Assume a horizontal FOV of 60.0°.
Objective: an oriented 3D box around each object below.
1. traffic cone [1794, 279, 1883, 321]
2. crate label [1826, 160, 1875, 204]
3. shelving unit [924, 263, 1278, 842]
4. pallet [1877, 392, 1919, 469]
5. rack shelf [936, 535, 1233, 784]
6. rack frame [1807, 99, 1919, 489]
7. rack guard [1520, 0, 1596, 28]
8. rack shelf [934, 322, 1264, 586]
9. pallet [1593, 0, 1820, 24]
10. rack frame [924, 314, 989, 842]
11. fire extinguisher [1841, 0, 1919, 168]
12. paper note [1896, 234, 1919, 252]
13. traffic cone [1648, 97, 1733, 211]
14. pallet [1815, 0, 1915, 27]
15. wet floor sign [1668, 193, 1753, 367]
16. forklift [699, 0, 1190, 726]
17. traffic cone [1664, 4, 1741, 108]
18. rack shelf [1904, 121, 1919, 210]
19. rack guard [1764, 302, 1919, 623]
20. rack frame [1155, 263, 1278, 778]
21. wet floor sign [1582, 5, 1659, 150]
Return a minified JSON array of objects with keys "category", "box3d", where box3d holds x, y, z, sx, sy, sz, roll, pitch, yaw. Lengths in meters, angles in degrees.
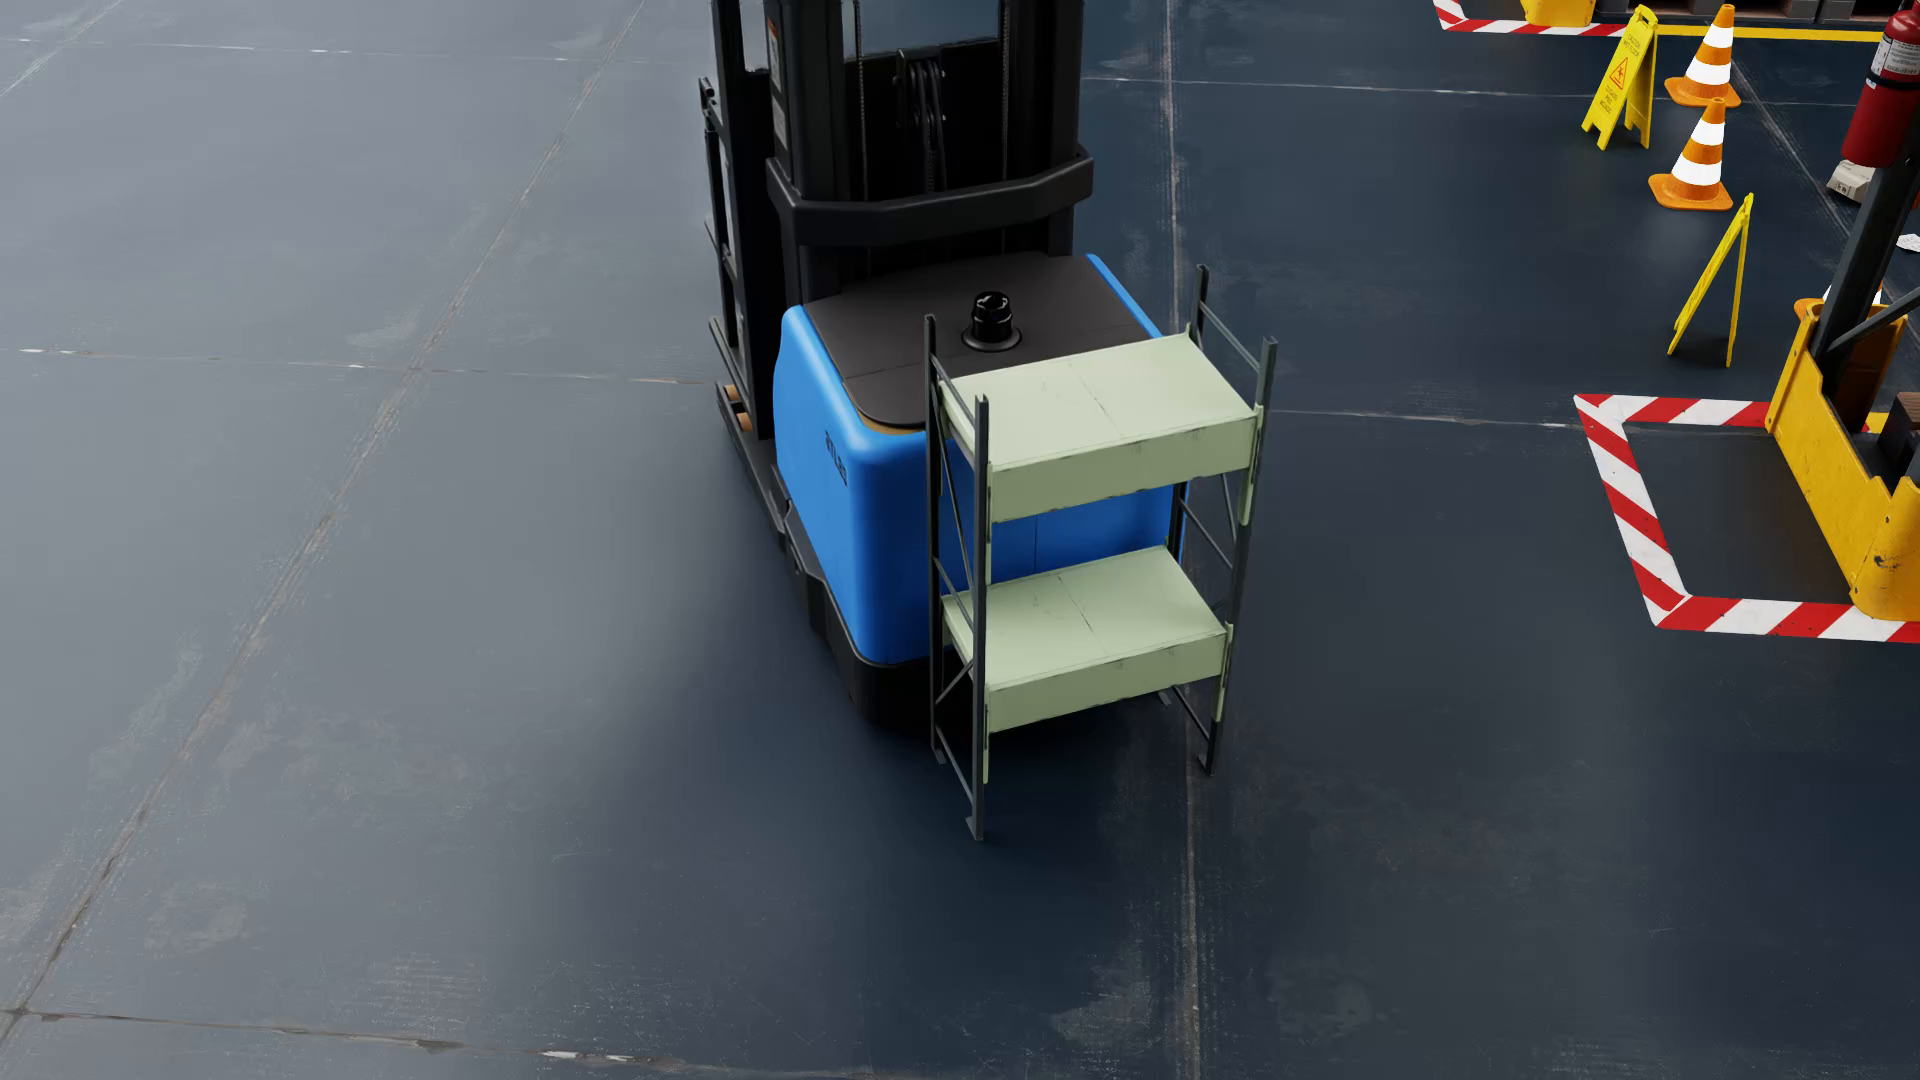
[{"category":"traffic cone","box3d":[3.633,-1.072,6.701,0.334,0.463,0.336,3,39,4]},{"category":"crate label","box3d":[4.179,-1.658,7.679,0.298,0.136,0.250,-16,42,-19]},{"category":"shelving unit","box3d":[0.334,0.074,4.471,0.755,1.500,0.431,-13,41,-15]},{"category":"pallet","box3d":[3.976,-0.116,5.725,1.213,0.211,1.003,3,39,4]},{"category":"rack shelf","box3d":[0.334,0.327,4.677,0.720,0.370,0.431,-13,41,-15]},{"category":"rack frame","box3d":[3.094,-1.268,4.932,0.127,3.000,1.000,3,39,4]},{"category":"rack guard","box3d":[3.396,-3.419,9.554,0.348,0.500,1.175,3,39,4]},{"category":"rack shelf","box3d":[0.334,-0.228,4.224,0.720,0.370,0.431,-13,41,-15]},{"category":"pallet","box3d":[4.223,-3.311,9.650,1.213,0.211,1.003,3,39,4]},{"category":"rack frame","box3d":[-0.011,0.152,4.376,0.023,1.500,0.400,-13,41,-15]},{"category":"fire extinguisher","box3d":[3.019,-1.534,5.320,0.183,0.674,0.296,3,39,4]},{"category":"paper note","box3d":[4.207,-1.317,7.344,0.142,0.019,0.148,-10,40,-12]},{"category":"traffic cone","box3d":[3.390,-1.789,7.581,0.334,0.463,0.336,3,39,4]},{"category":"pallet","box3d":[5.436,-3.243,9.567,1.213,0.211,1.003,3,39,4]},{"category":"wet floor sign","box3d":[2.997,-1.038,6.514,0.232,0.644,0.267,16,42,19]},{"category":"forklift","box3d":[-0.275,-1.520,5.295,1.130,2.935,3.031,-12,41,-15]},{"category":"traffic cone","box3d":[3.827,-2.481,8.431,0.334,0.463,0.336,3,39,4]},{"category":"rack shelf","box3d":[5.086,-0.880,5.025,4.000,0.370,1.077,3,39,4]},{"category":"rack guard","box3d":[3.169,-0.294,5.716,0.348,0.500,1.175,3,39,4]},{"category":"rack frame","box3d":[0.679,-0.003,4.566,0.023,1.500,0.400,-13,41,-15]},{"category":"wet floor sign","box3d":[3.220,-2.230,7.978,0.232,0.644,0.267,-3,39,-4]}]
